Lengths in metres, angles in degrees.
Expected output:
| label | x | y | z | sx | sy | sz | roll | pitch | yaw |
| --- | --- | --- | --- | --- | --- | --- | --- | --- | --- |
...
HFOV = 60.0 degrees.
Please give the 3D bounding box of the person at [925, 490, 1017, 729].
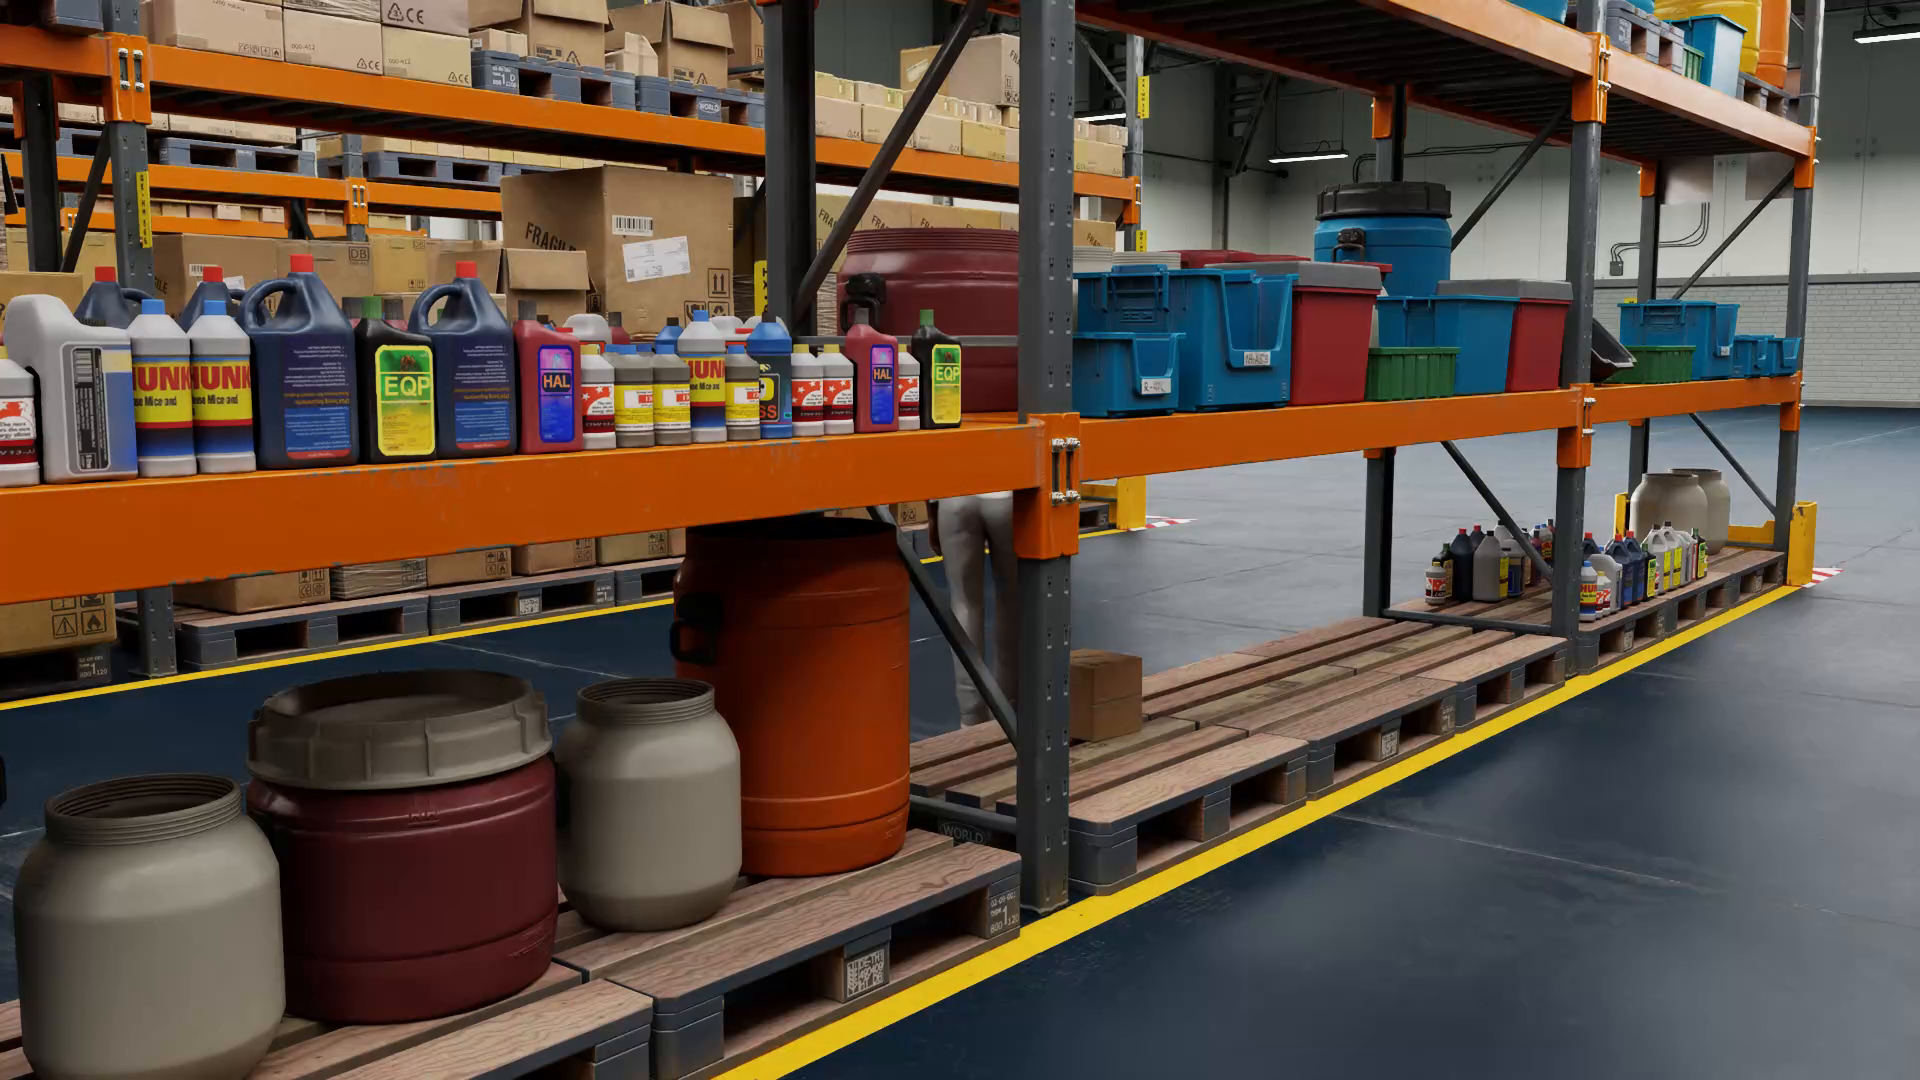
| label | x | y | z | sx | sy | sz | roll | pitch | yaw |
| --- | --- | --- | --- | --- | --- | --- | --- | --- | --- |
| person | 0.080 | -0.093 | 6.517 | 0.476 | 1.687 | 0.749 | 0 | 7 | 3 |
